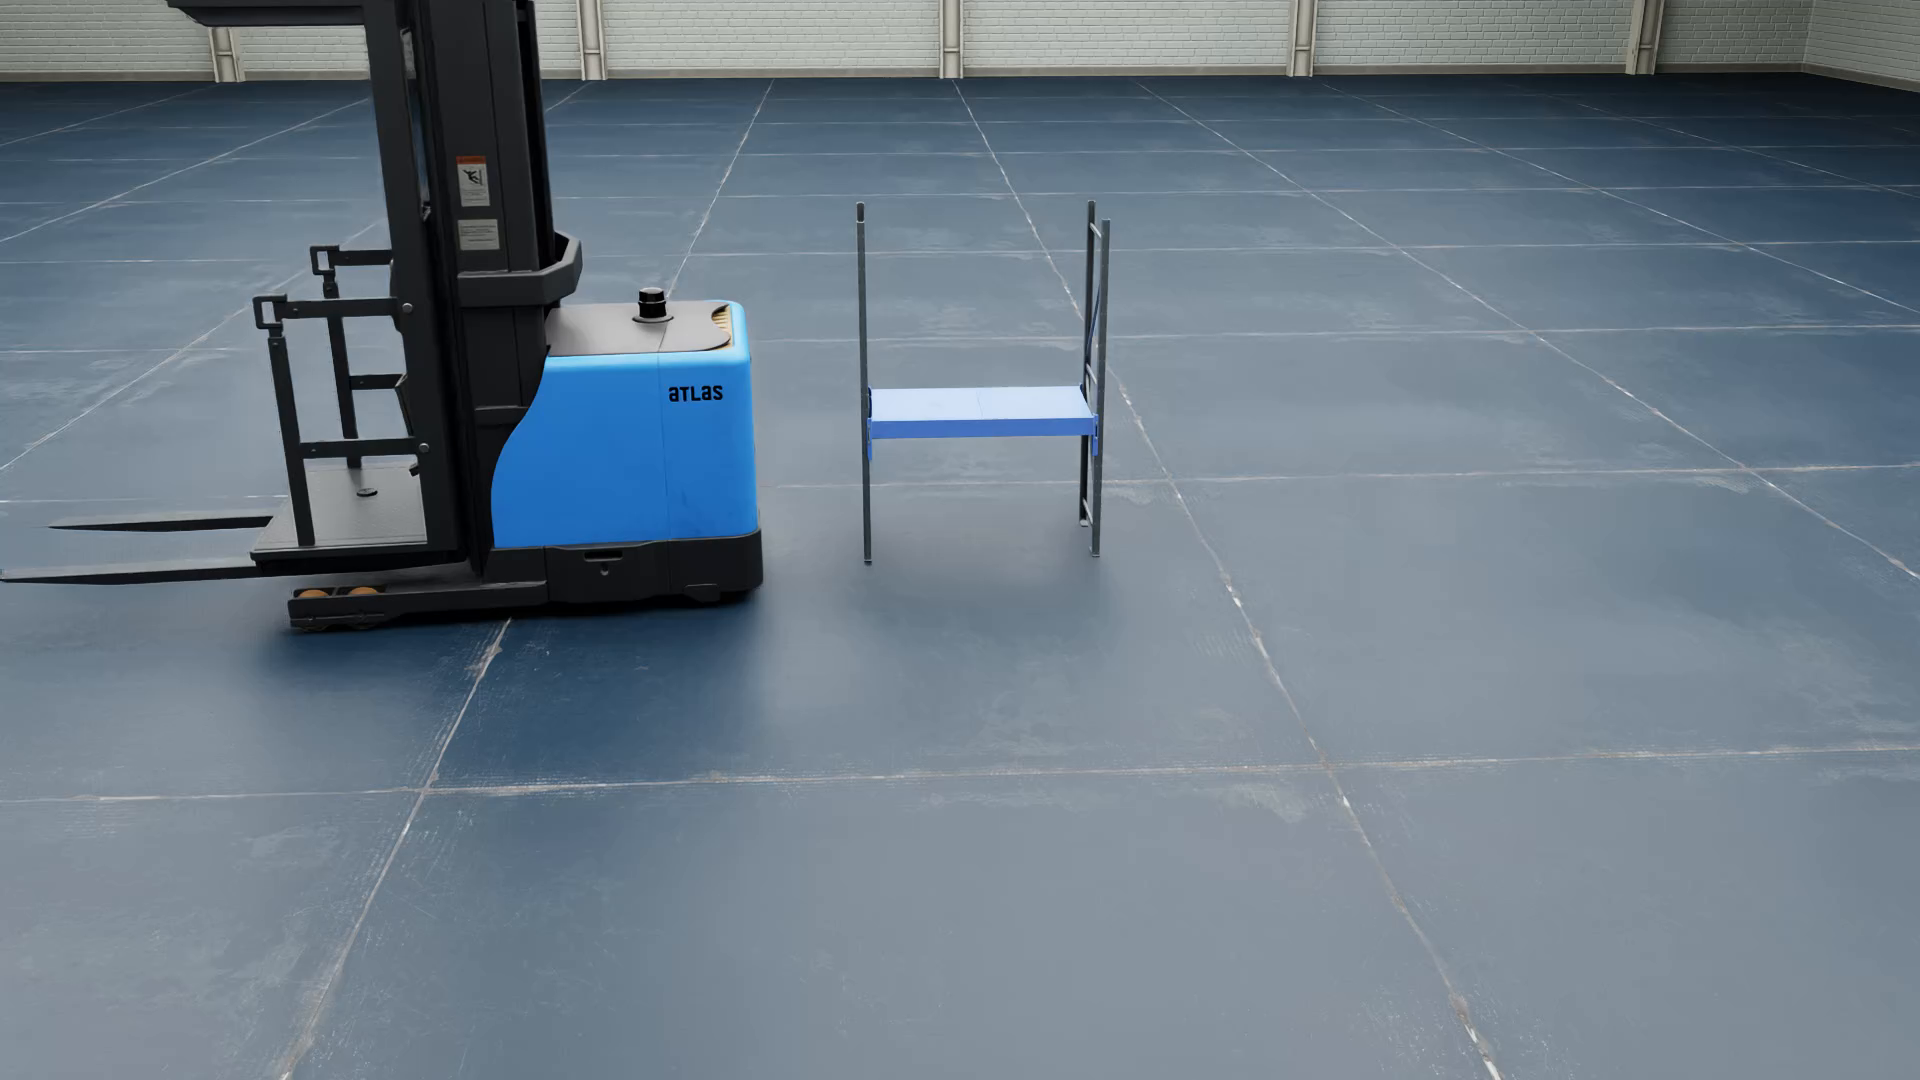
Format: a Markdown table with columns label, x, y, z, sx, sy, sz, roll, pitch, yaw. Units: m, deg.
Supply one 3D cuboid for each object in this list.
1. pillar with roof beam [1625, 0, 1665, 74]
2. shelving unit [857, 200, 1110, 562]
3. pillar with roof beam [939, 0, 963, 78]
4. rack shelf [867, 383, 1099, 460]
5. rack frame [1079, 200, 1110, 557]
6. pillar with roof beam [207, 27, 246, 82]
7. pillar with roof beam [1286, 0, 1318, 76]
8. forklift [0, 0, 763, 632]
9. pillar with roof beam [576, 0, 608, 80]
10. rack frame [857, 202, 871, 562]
| label | x | y | z | sx | sy | sz | roll | pitch | yaw |
| --- | --- | --- | --- | --- | --- | --- | --- | --- | --- |
| pillar with roof beam | 12.075 | -10.797 | 23.334 | 0.400 | 9.000 | 9.100 | -1 | 21 | -3 |
| shelving unit | 0.085 | -0.703 | 7.359 | 1.048 | 1.500 | 0.538 | -1 | 21 | -3 |
| pillar with roof beam | 0.094 | -10.554 | 22.694 | 0.400 | 9.000 | 9.100 | -1 | 21 | -3 |
| rack shelf | 0.085 | -0.535 | 7.423 | 1.000 | 0.185 | 0.538 | -1 | 21 | -3 |
| rack frame | 0.593 | -0.713 | 7.386 | 0.032 | 1.500 | 0.500 | -1 | 21 | -3 |
| pillar with roof beam | -11.886 | -10.310 | 22.054 | 0.400 | 9.000 | 9.100 | -1 | 21 | -3 |
| pillar with roof beam | 6.084 | -10.676 | 23.014 | 0.400 | 9.000 | 9.100 | -1 | 21 | -3 |
| forklift | -2.385 | -1.202 | 6.659 | 3.031 | 2.935 | 1.130 | -3 | 21 | -8 |
| pillar with roof beam | -5.896 | -10.432 | 22.374 | 0.400 | 9.000 | 9.100 | -1 | 21 | -3 |
| rack frame | -0.422 | -0.692 | 7.332 | 0.032 | 1.500 | 0.500 | -1 | 21 | -3 |
